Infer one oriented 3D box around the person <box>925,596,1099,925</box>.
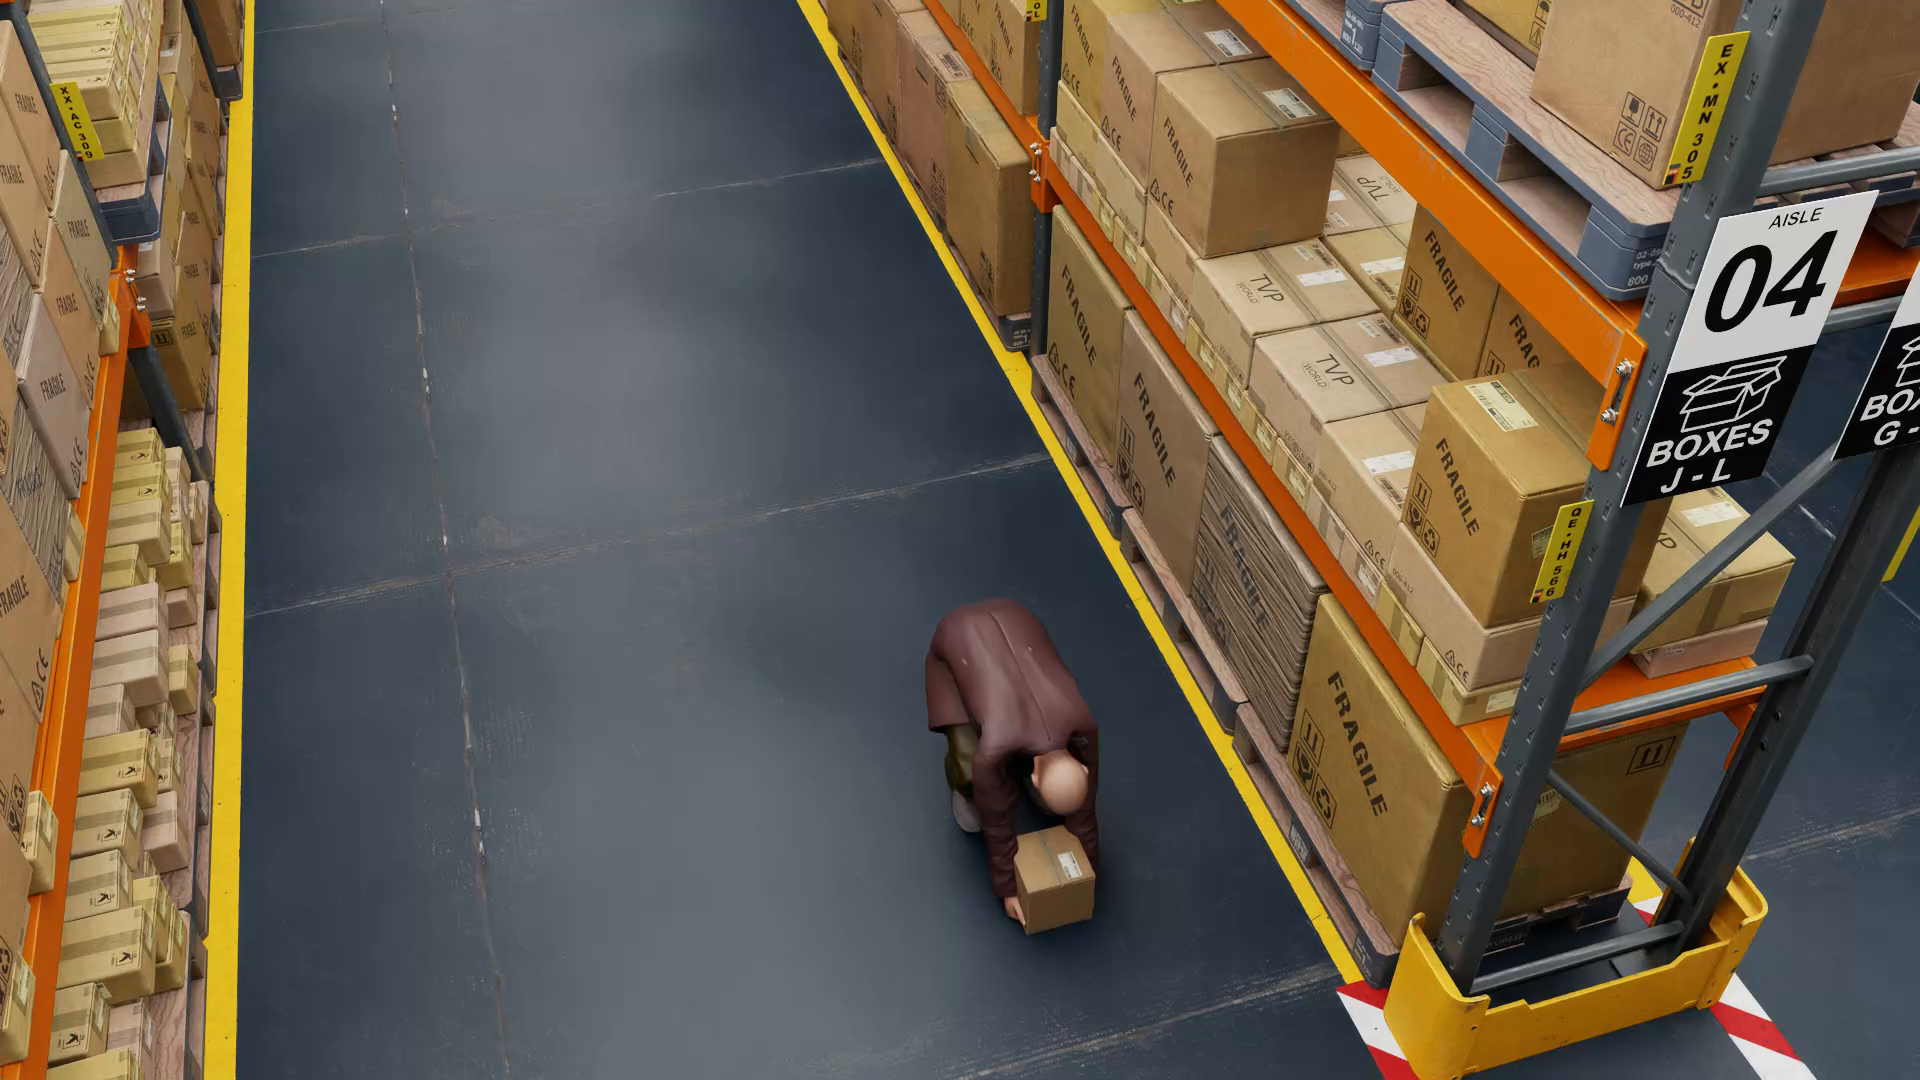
[{"bbox_3d":[0.205,0.754,6.001,0.594,0.908,0.961,-13,43,-15],"label":"person"}]
